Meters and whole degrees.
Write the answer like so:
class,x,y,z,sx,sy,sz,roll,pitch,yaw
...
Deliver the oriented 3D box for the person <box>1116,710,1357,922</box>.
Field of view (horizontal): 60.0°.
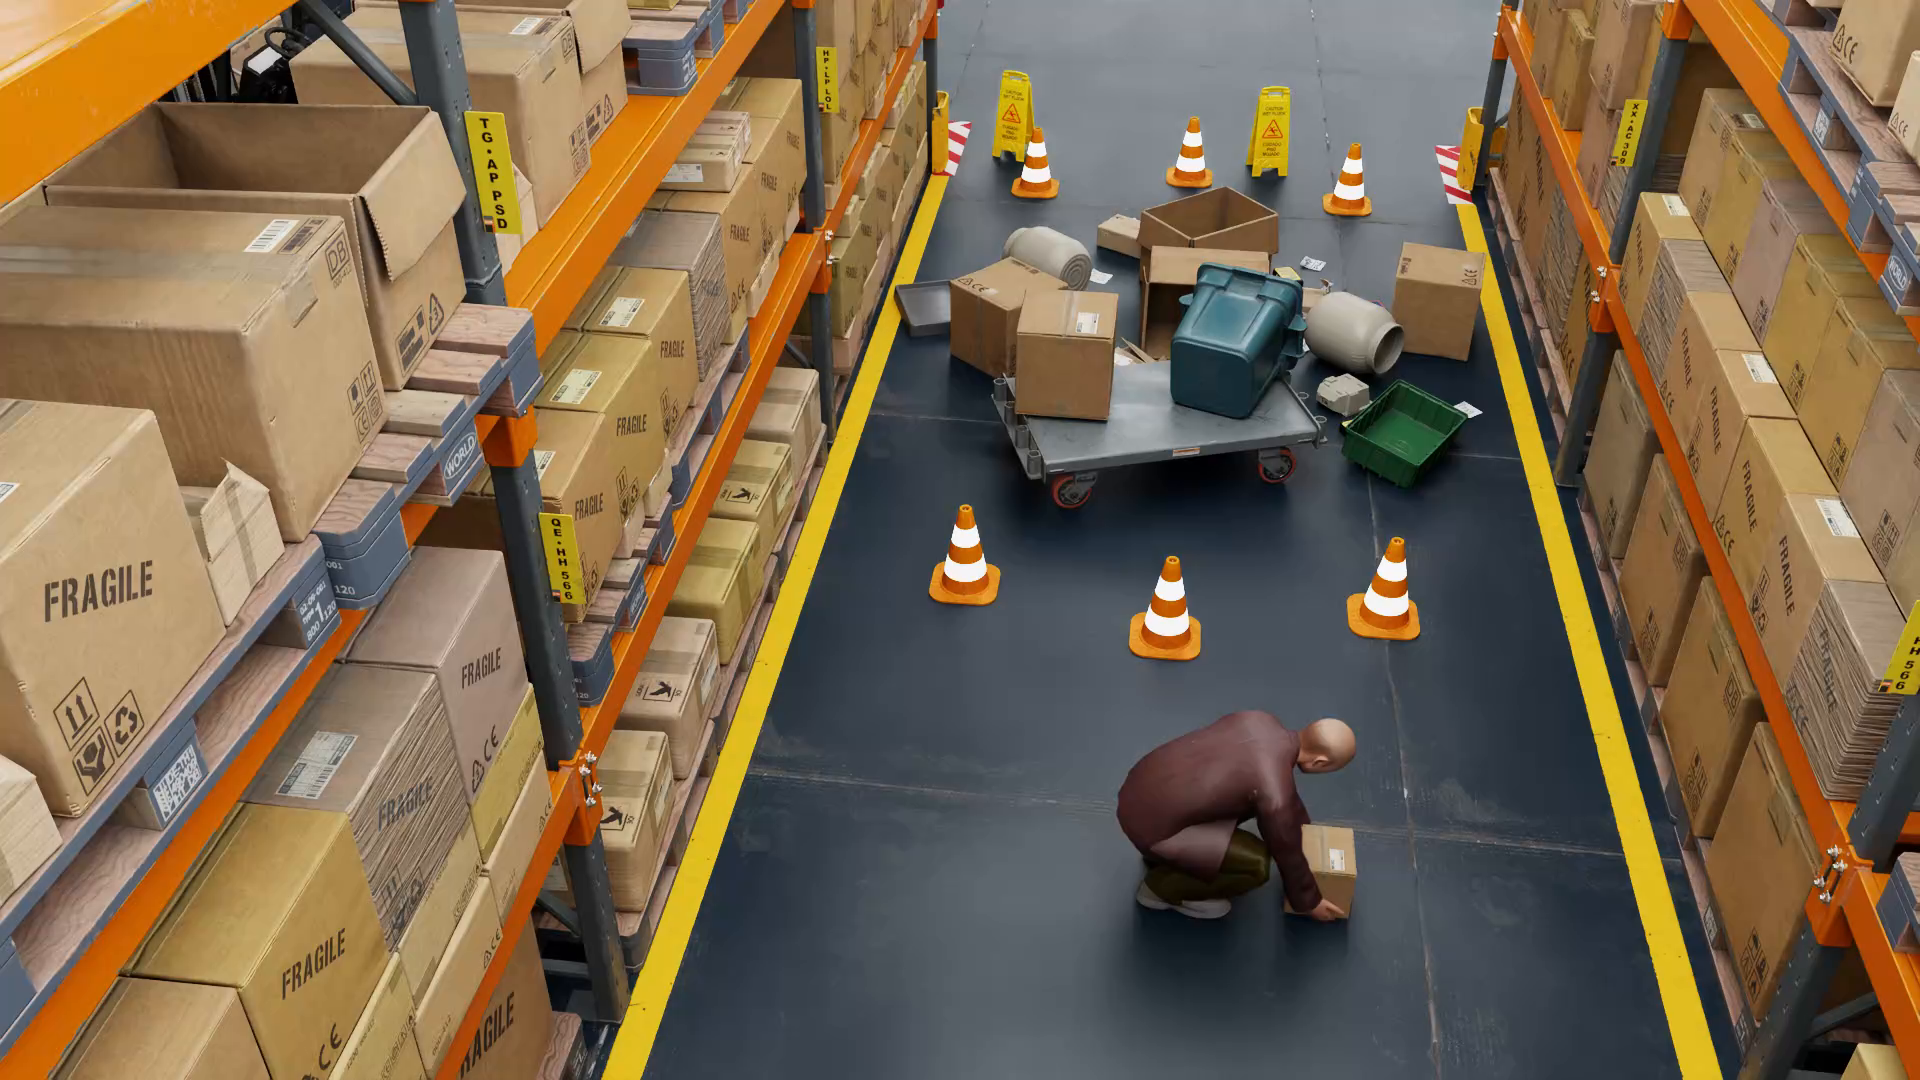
class,x,y,z,sx,sy,sz,roll,pitch,yaw
person,1.059,1.063,6.434,0.905,0.867,0.589,4,36,6
